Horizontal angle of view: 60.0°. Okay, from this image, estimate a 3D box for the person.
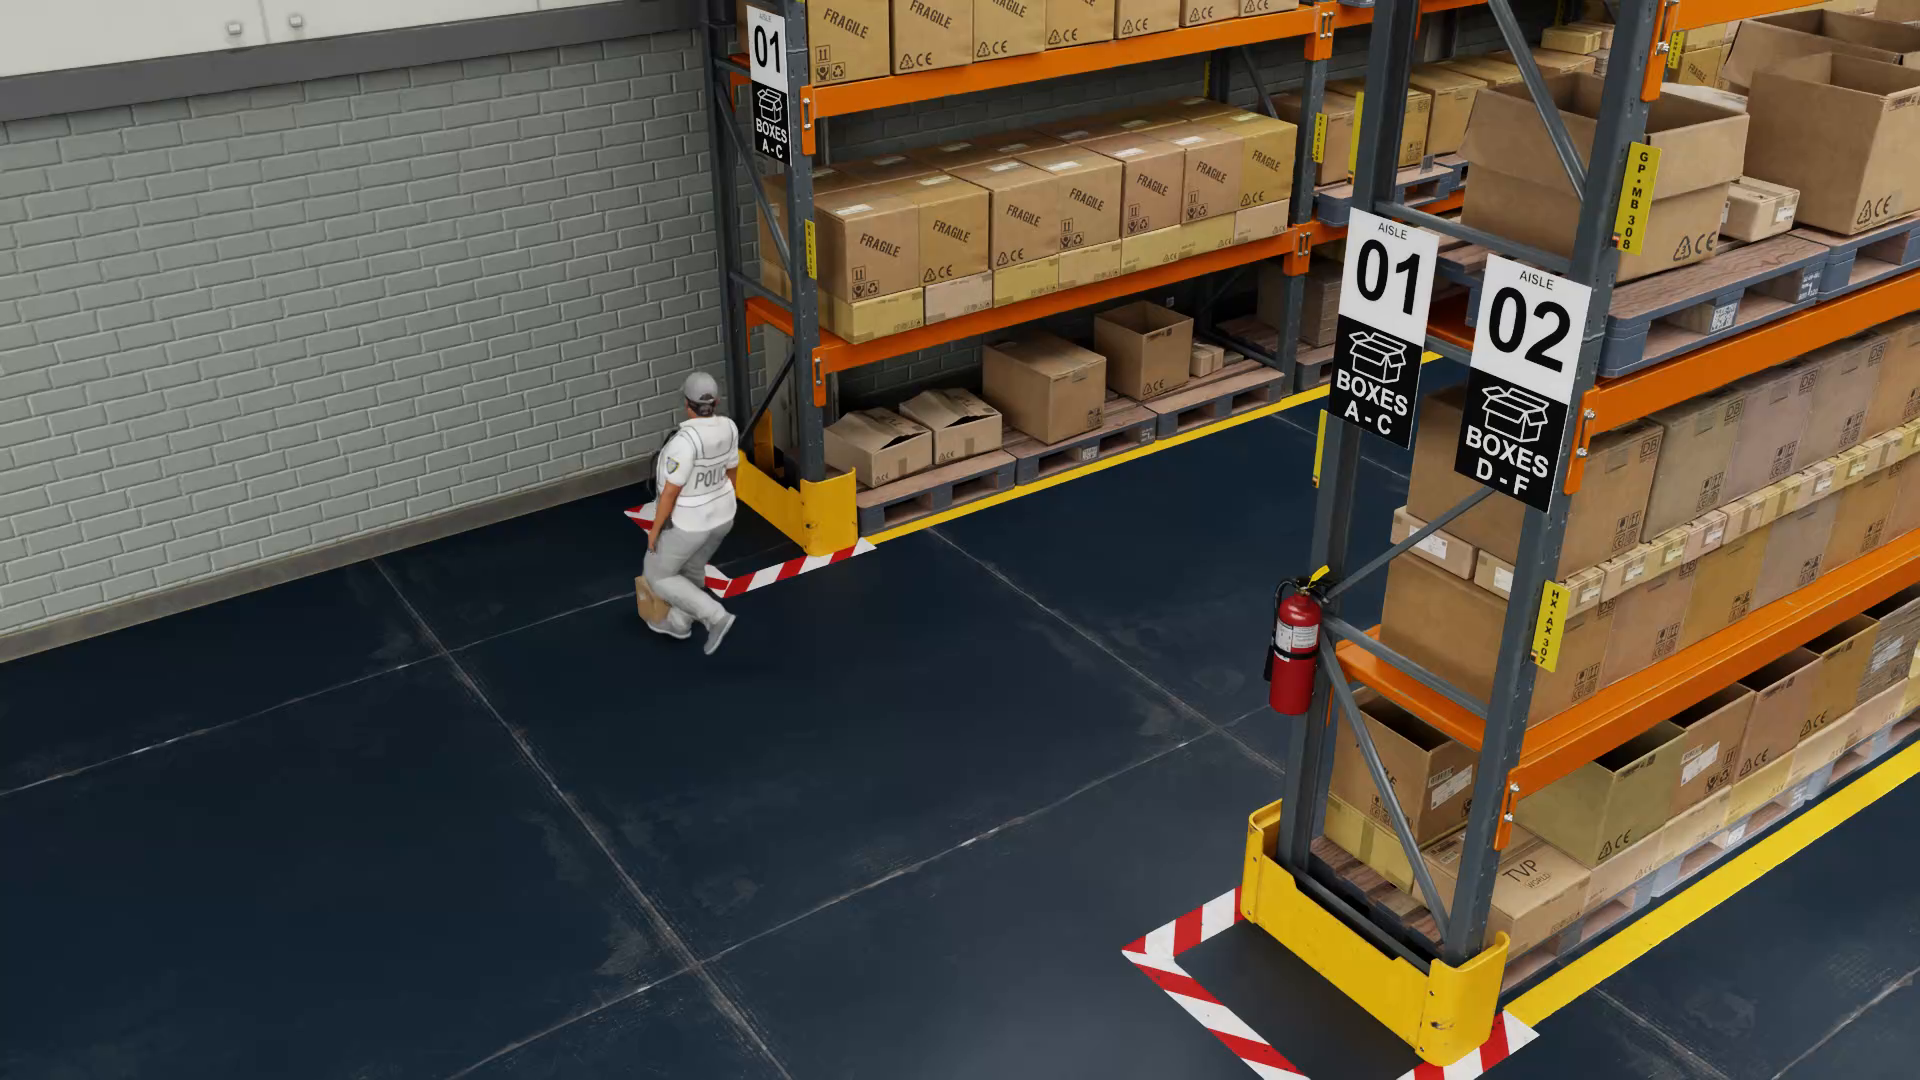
[{"bbox_3d":[-1.475,-0.139,8.877,0.720,1.638,0.551,18,34,29],"label":"person"}]
